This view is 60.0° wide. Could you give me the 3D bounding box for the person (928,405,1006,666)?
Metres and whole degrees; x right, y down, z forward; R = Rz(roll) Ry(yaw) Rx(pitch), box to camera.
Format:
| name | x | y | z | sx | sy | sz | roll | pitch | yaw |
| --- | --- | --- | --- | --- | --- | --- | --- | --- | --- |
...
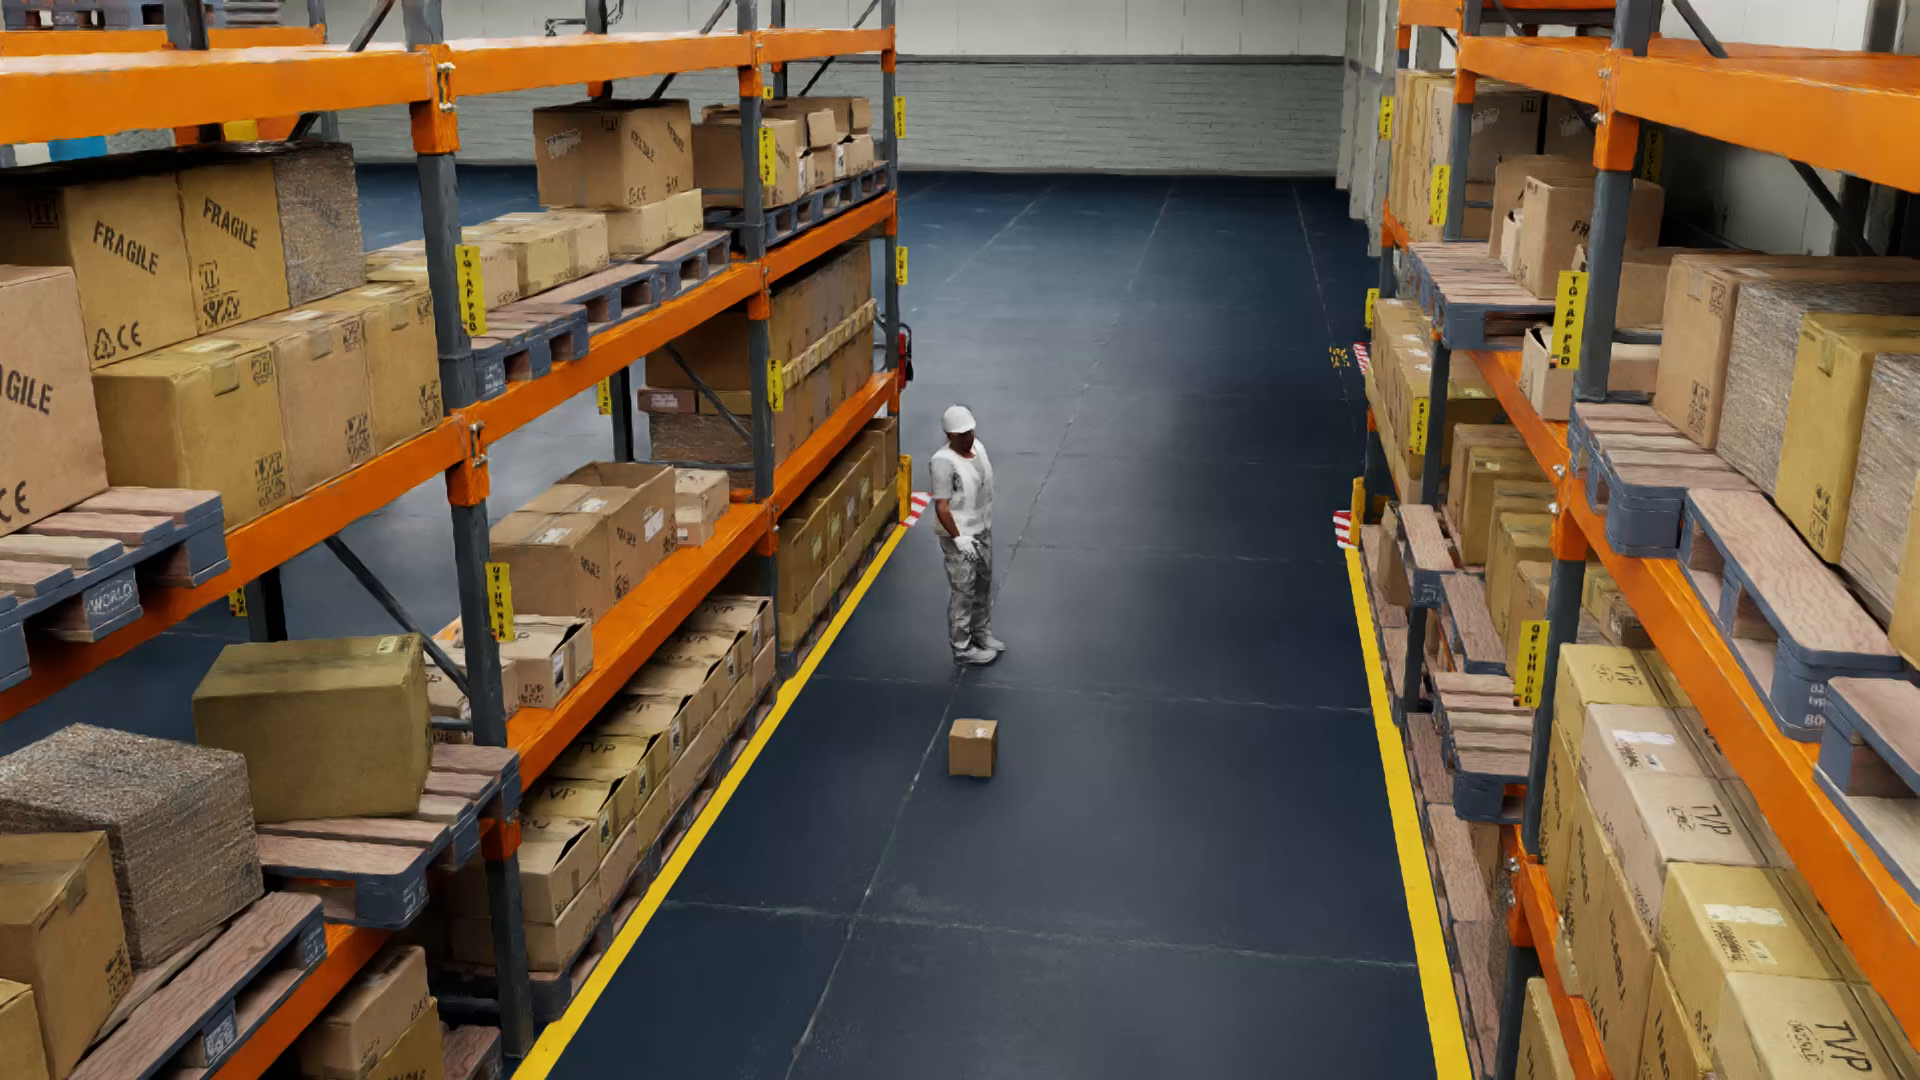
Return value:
| name | x | y | z | sx | sy | sz | roll | pitch | yaw |
| --- | --- | --- | --- | --- | --- | --- | --- | --- | --- |
| person | 0.058 | -0.049 | 11.182 | 0.415 | 1.783 | 0.629 | 9 | 20 | 27 |
